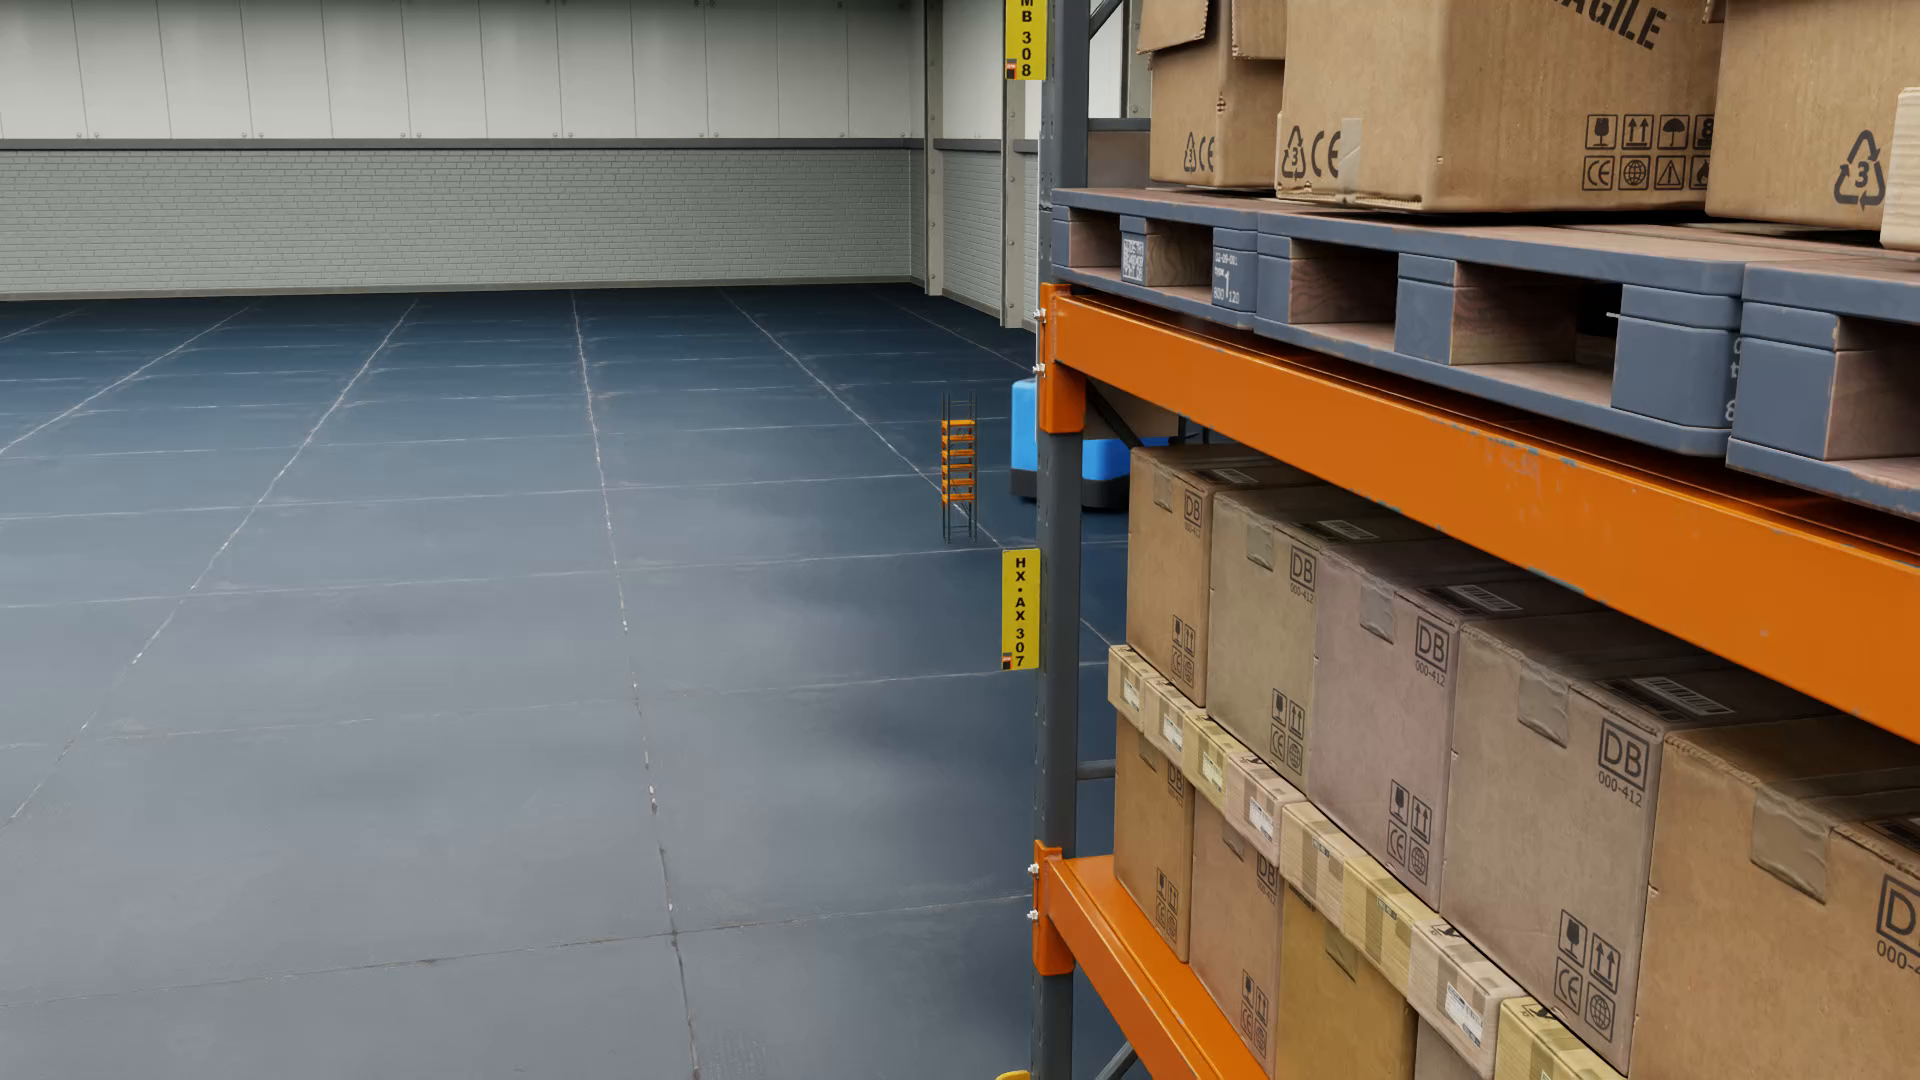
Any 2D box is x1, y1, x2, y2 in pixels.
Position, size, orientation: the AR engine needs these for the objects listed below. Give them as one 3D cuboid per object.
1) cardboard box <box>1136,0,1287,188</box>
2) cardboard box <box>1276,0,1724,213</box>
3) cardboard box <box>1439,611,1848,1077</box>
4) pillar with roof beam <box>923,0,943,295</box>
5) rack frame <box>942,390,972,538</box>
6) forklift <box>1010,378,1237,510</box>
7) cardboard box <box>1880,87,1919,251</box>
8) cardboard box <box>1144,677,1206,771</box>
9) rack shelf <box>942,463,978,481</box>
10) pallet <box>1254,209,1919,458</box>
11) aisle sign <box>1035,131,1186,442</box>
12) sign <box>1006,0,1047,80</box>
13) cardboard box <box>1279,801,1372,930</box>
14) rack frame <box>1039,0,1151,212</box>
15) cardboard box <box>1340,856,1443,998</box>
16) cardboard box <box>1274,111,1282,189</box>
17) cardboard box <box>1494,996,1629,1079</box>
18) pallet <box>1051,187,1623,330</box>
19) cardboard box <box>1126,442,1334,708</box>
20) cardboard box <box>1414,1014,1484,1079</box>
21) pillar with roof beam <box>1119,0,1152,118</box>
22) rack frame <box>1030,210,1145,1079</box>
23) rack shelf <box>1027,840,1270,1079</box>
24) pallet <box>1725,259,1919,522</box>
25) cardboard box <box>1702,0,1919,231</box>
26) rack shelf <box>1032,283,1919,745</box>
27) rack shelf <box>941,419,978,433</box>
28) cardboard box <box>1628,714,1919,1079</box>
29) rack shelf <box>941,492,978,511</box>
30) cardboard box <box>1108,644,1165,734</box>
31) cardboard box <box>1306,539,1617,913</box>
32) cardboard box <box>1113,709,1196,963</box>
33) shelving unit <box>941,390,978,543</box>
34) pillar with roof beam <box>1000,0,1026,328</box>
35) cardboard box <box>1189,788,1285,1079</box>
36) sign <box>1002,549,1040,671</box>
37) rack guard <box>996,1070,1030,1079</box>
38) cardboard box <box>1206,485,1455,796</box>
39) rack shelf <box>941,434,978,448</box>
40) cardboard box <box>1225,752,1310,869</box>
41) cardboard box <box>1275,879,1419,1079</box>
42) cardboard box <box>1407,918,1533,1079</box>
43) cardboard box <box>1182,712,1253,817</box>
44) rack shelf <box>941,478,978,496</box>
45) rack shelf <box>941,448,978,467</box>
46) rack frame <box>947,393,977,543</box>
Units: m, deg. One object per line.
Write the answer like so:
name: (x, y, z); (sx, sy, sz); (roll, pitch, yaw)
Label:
cardboard box: (0.832, -1.034, 3.619); (0.797, 0.503, 0.637); (-2, 14, -9)
cardboard box: (0.825, -0.766, 2.533); (0.500, 0.500, 0.500); (-3, 14, -13)
cardboard box: (1.176, 0.408, 2.494); (0.700, 0.500, 0.500); (-3, 14, -13)
pillar with roof beam: (-4.710, -9.146, 31.901); (9.100, 9.000, 0.400); (-3, 14, -13)
rack frame: (-0.025, -0.607, 13.385); (0.240, 1.200, 0.006); (-3, 14, -13)
forklift: (1.740, -1.976, 15.340); (1.130, 2.935, 3.031); (10, 17, 36)
cardboard box: (1.091, -0.334, 1.505); (0.380, 0.149, 0.250); (-3, 14, -13)
cardboard box: (0.648, 0.413, 3.841); (0.380, 0.149, 0.250); (-4, 14, -15)
rack shelf: (-0.003, -0.543, 13.309); (0.258, 0.103, 0.180); (-3, 14, -13)
pallet: (1.132, -0.355, 2.424); (1.003, 0.211, 1.213); (-3, 14, -13)
aisle sign: (0.388, -0.648, 4.281); (0.394, 0.787, 0.004); (-3, 14, -13)
sign: (0.160, -1.278, 4.008); (0.100, 0.325, 0.005); (-3, 14, -13)
cardboard box: (0.828, 0.590, 3.115); (0.380, 0.149, 0.250); (-4, 14, -15)
rack frame: (0.701, -2.301, 3.886); (1.000, 3.000, 0.127); (-3, 14, -13)
cardboard box: (0.888, 0.649, 2.874); (0.380, 0.149, 0.250); (-3, 14, -14)
cardboard box: (0.806, -0.713, 3.054); (0.380, 0.149, 0.250); (-3, 14, -13)
cardboard box: (1.006, 0.767, 2.389); (0.380, 0.149, 0.250); (-3, 14, -11)
pallet: (0.842, -0.637, 3.579); (1.003, 0.211, 1.213); (-3, 14, -13)
cardboard box: (0.810, 0.055, 3.938); (0.700, 0.500, 0.500); (-3, 14, -13)
cardboard box: (1.164, 1.030, 2.681); (0.700, 0.500, 0.500); (-3, 14, -11)
pillar with roof beam: (-1.892, -6.378, 20.570); (9.100, 9.000, 0.400); (-3, 14, -13)
rack frame: (0.701, 0.613, 4.598); (1.000, 3.000, 0.127); (-3, 14, -13)
rack shelf: (1.170, 1.424, 2.795); (1.077, 0.370, 4.000); (-3, 14, -13)
pallet: (1.415, -0.074, 1.275); (1.003, 0.211, 1.213); (-3, 14, -13)
cardboard box: (1.376, -0.630, 1.970); (0.797, 0.503, 0.637); (-2, 14, -7)
rack shelf: (1.170, -0.033, 2.439); (1.077, 0.370, 4.000); (-3, 14, -13)
rack shelf: (-0.003, -0.893, 13.223); (0.258, 0.103, 0.180); (-3, 14, -13)
cardboard box: (1.293, 0.523, 2.022); (0.700, 0.500, 0.500); (-3, 14, -13)
rack shelf: (-0.003, -0.310, 13.366); (0.258, 0.103, 0.180); (-3, 14, -13)
cardboard box: (0.584, 0.352, 4.089); (0.380, 0.149, 0.250); (-3, 14, -14)
cardboard box: (1.058, 0.292, 2.967); (0.700, 0.500, 0.500); (-3, 14, -13)
cardboard box: (0.798, 0.673, 4.142); (0.700, 0.500, 0.500); (-3, 14, -13)
shelving unit: (-0.003, -0.586, 13.298); (0.258, 1.200, 0.189); (-3, 14, -13)
pillar with roof beam: (-3.301, -7.762, 26.236); (9.100, 9.000, 0.400); (-3, 14, -13)
cardboard box: (0.926, 0.794, 3.647); (0.700, 0.500, 0.500); (-3, 14, -12)
sign: (0.160, 0.184, 4.365); (0.100, 0.325, 0.005); (-3, 14, -13)
rack guard: (0.695, 1.822, 4.917); (1.175, 0.500, 0.348); (-3, 14, -13)
cardboard box: (0.939, 0.176, 3.443); (0.700, 0.500, 0.500); (-4, 14, -15)
rack shelf: (-0.003, -0.776, 13.252); (0.258, 0.103, 0.180); (-3, 14, -13)
cardboard box: (0.763, 0.529, 3.366); (0.380, 0.149, 0.250); (-4, 14, -14)
cardboard box: (1.037, 0.909, 3.177); (0.700, 0.500, 0.500); (-3, 14, -13)
cardboard box: (0.944, 0.706, 2.638); (0.380, 0.149, 0.250); (-3, 14, -13)
cardboard box: (0.705, 0.470, 3.605); (0.380, 0.149, 0.250); (-3, 14, -13)
rack shelf: (-0.003, -0.426, 13.337); (0.258, 0.103, 0.180); (-3, 14, -13)
rack shelf: (-0.003, -0.660, 13.280); (0.258, 0.103, 0.180); (-3, 14, -13)
rack frame: (0.018, -0.565, 13.212); (0.240, 1.200, 0.006); (-3, 14, -13)
